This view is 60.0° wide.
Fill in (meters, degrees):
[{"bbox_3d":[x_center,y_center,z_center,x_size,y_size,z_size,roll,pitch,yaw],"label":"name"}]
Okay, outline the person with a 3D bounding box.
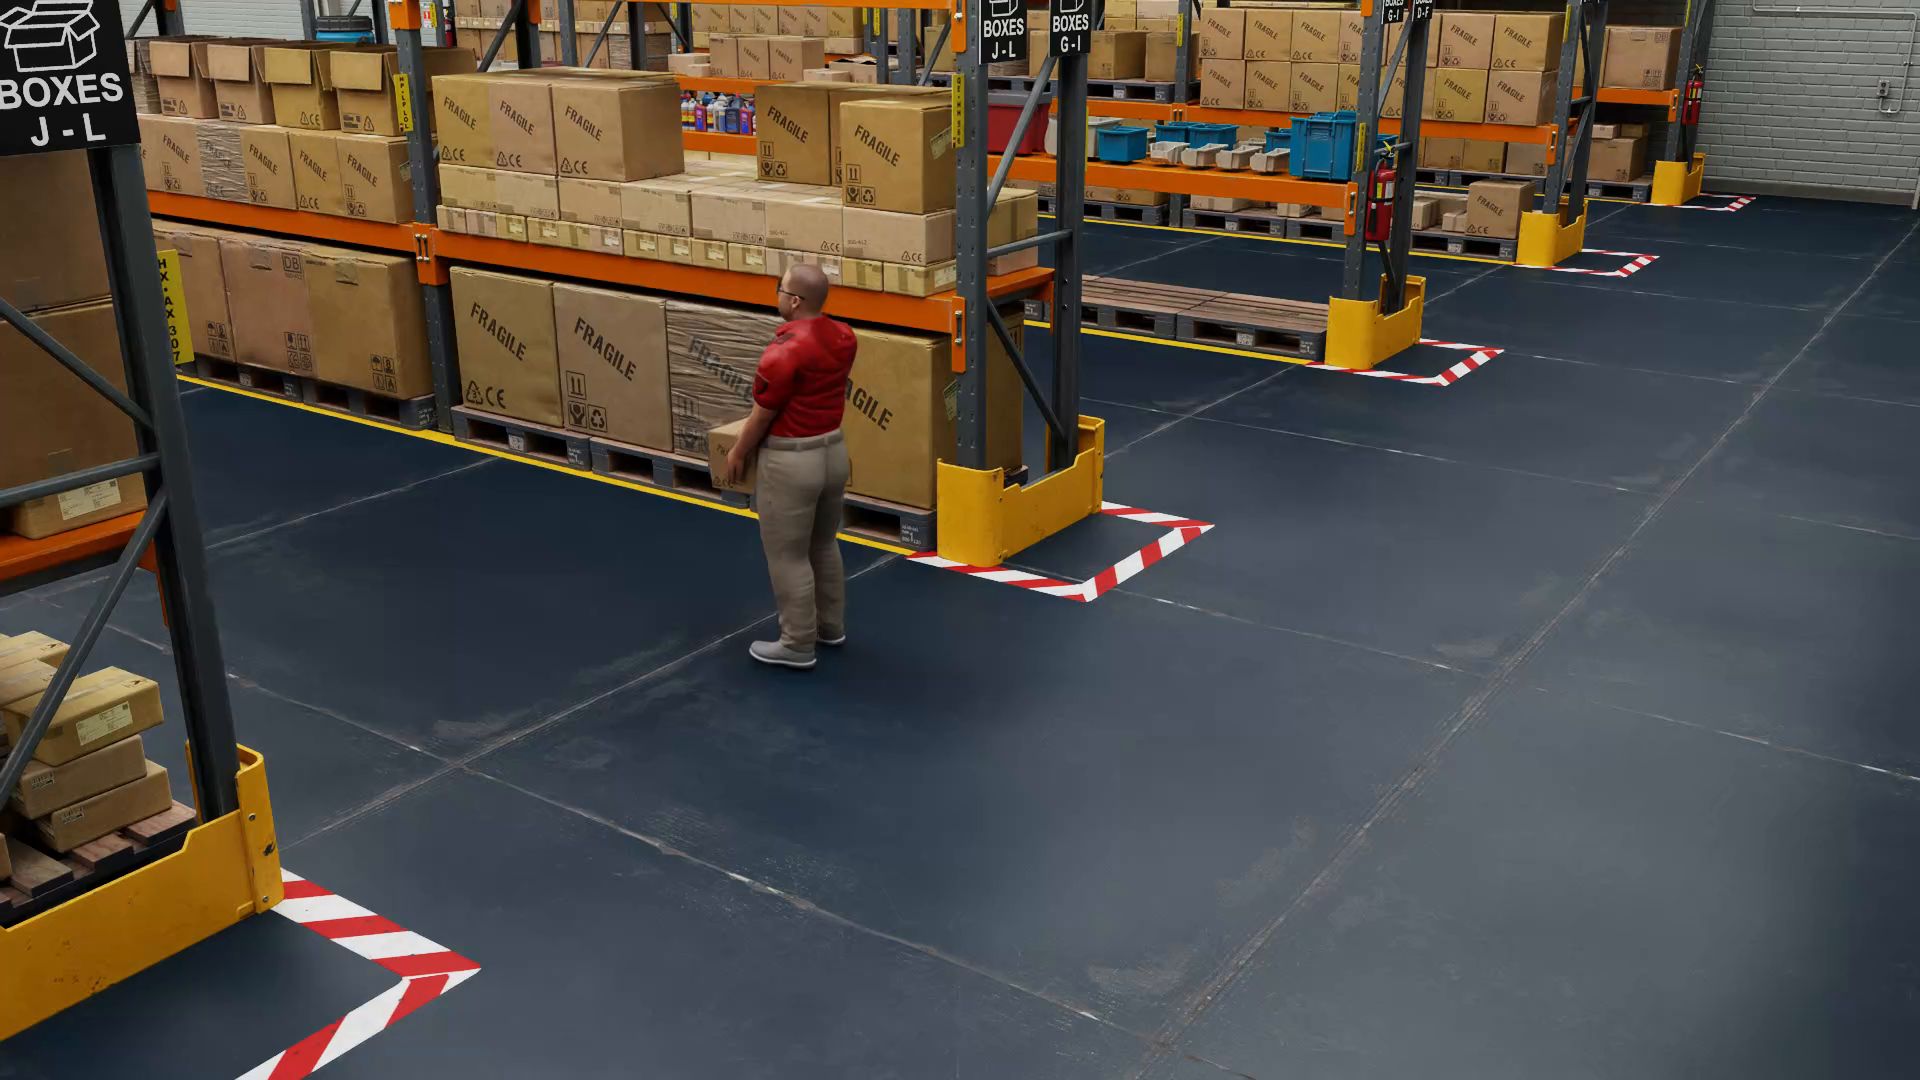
[{"bbox_3d":[-0.704,-0.309,6.956,0.481,1.729,0.550,13,24,33],"label":"person"}]
